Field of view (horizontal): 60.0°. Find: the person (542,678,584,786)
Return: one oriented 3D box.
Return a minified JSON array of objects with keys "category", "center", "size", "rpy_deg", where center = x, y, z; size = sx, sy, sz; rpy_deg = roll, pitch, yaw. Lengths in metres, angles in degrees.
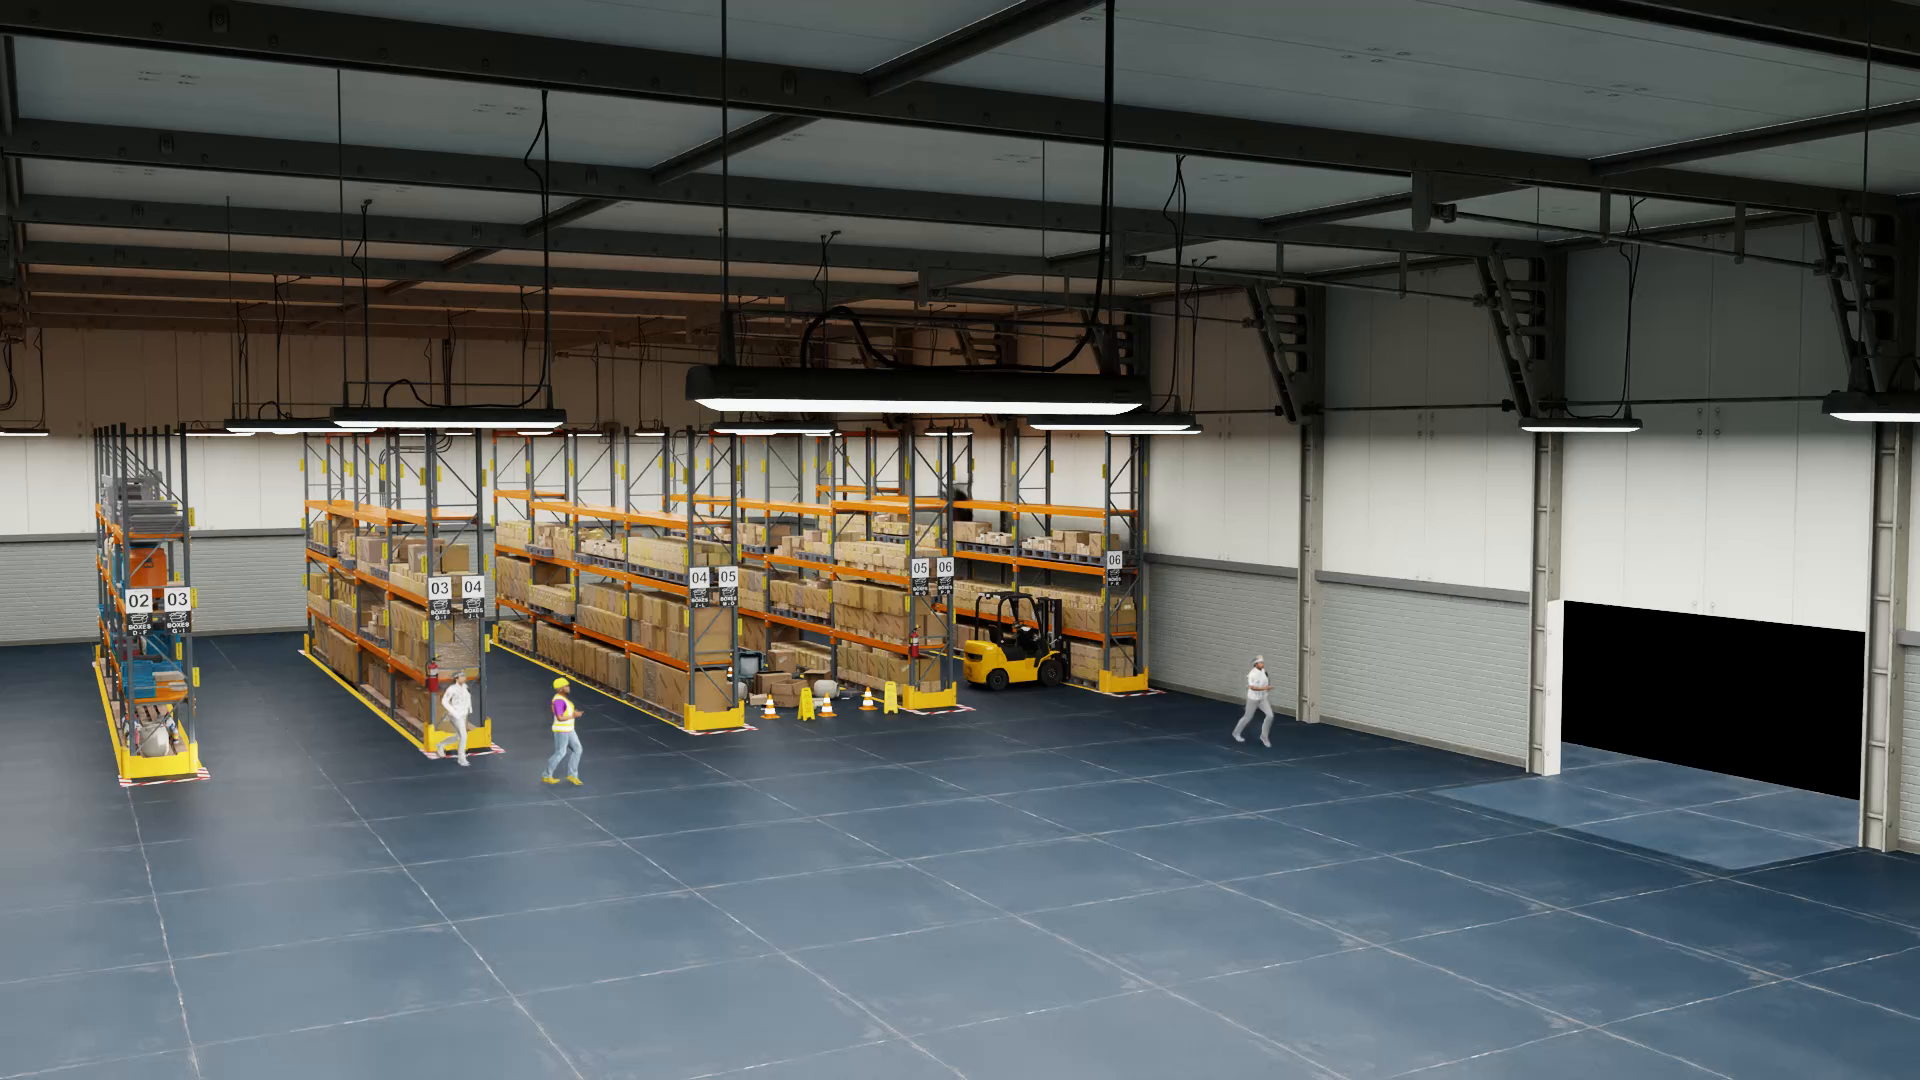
[{"category":"person","center":[-6.526,3.180,27.384],"size":[0.730,1.823,0.674],"rpy_deg":[0,3,1]}]

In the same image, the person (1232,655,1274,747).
[{"category":"person","center":[5.544,2.998,31.122],"size":[0.584,1.739,0.885],"rpy_deg":[-3,5,-40]}]

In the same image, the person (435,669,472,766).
[{"category":"person","center":[-8.925,3.109,29.378],"size":[0.758,1.707,0.628],"rpy_deg":[1,4,18]}]
